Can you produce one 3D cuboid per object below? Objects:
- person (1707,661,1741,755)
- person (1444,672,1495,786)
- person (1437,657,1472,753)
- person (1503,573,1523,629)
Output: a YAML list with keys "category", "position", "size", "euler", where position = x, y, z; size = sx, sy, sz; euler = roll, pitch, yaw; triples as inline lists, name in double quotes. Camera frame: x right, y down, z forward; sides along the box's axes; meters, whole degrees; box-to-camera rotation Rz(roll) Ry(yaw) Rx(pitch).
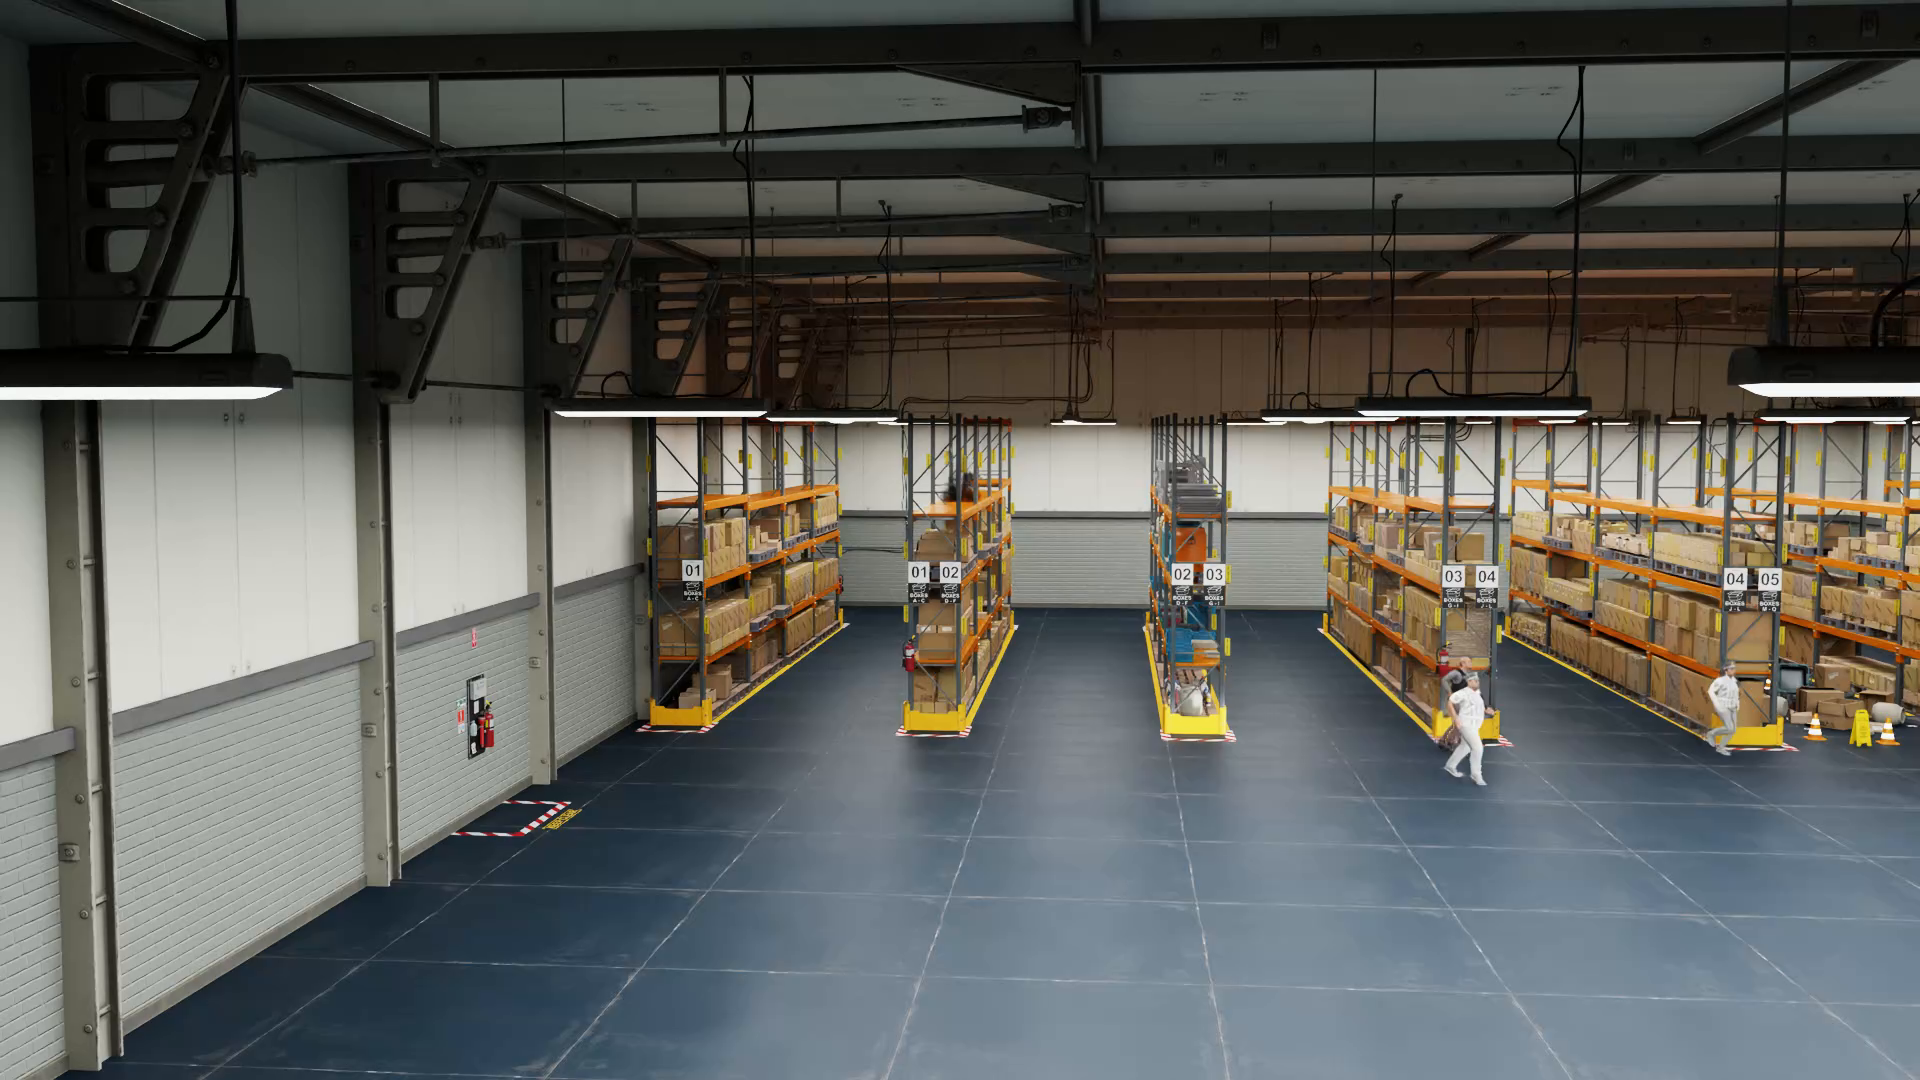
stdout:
- category: "person"
  position: [13.438, 2.943, 29.232]
  size: [0.635, 1.660, 0.518]
  euler: [-2, 4, -27]
- category: "person"
  position: [8.237, 3.033, 26.946]
  size: [0.816, 1.842, 0.632]
  euler: [3, 5, 37]
- category: "person"
  position: [8.807, 2.904, 29.331]
  size: [0.661, 1.700, 0.690]
  euler: [3, 5, 41]
- category: "person"
  position: [15.807, 1.702, 47.473]
  size: [0.540, 1.718, 0.924]
  euler: [2, 4, 24]
